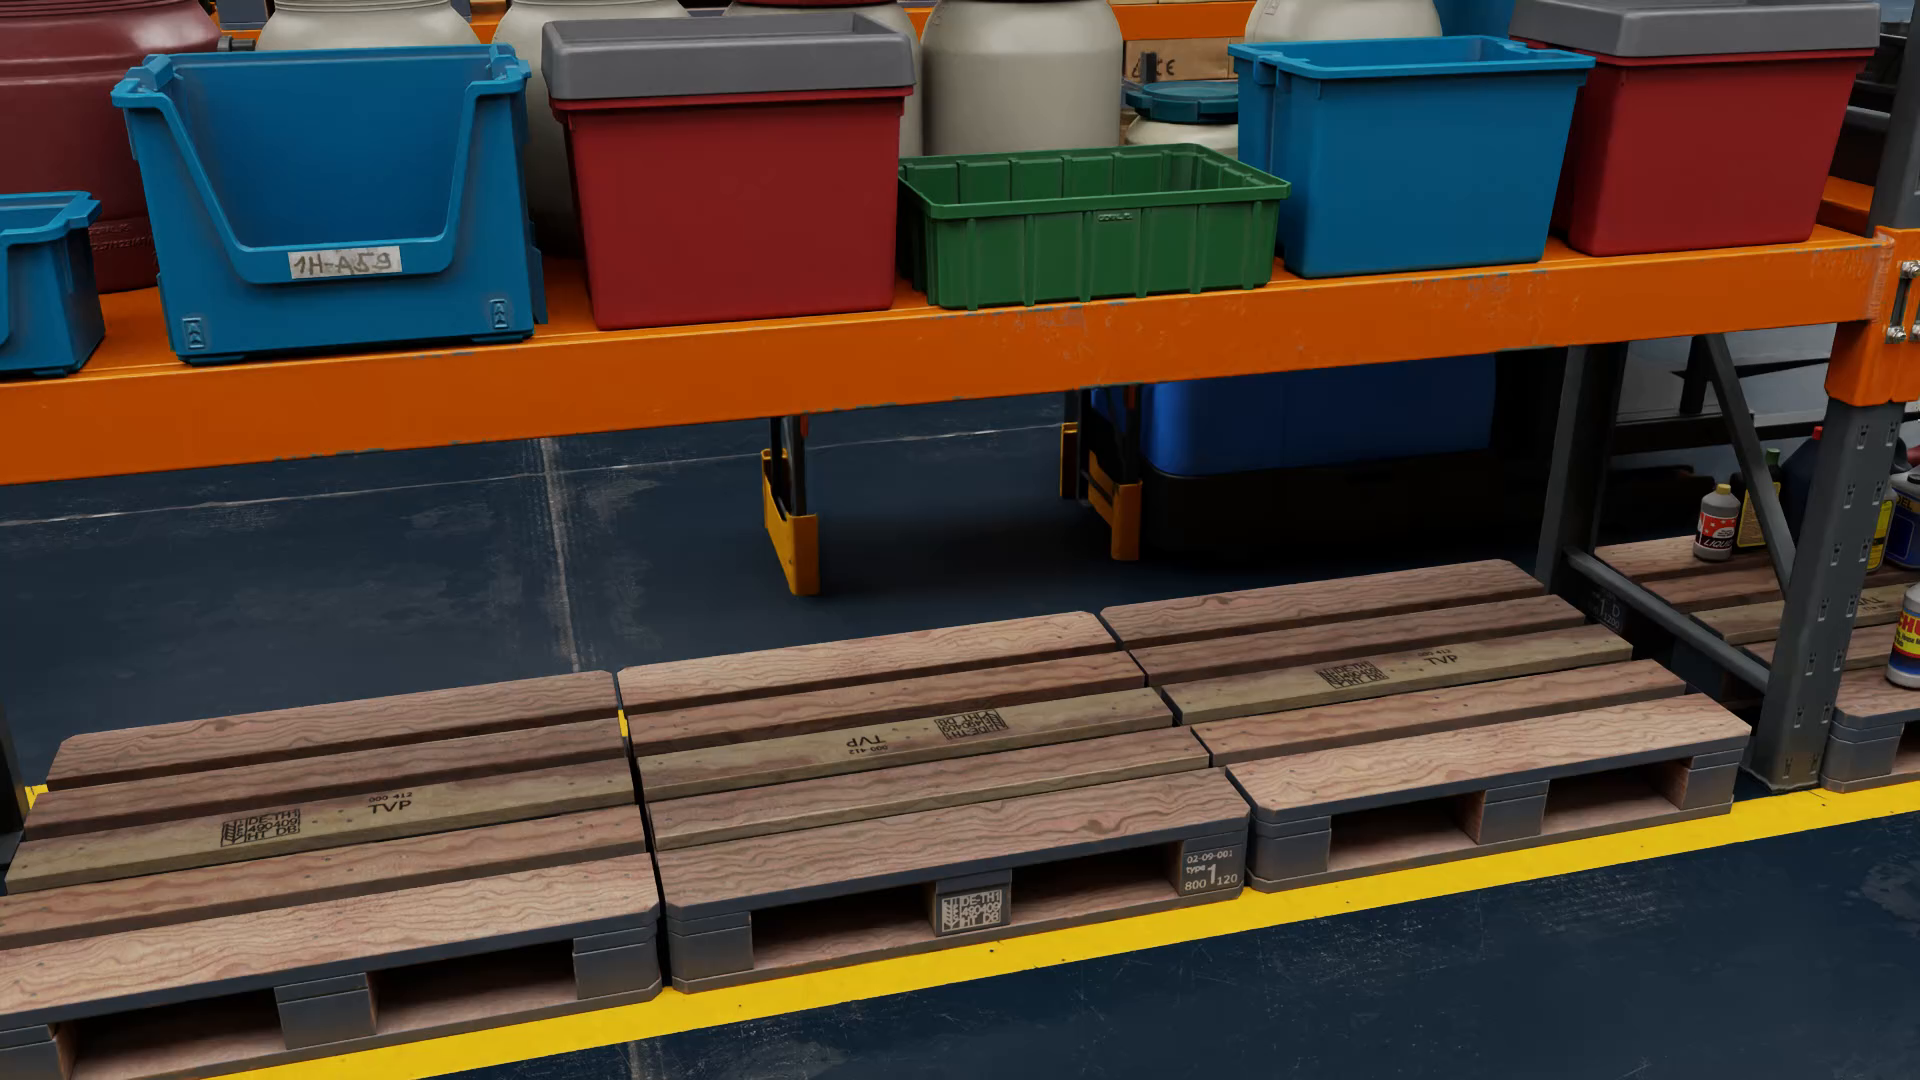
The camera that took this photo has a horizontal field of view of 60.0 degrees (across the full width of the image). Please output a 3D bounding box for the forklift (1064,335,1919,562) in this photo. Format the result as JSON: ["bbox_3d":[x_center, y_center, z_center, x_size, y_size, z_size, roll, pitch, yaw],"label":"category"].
[{"bbox_3d":[1.937,-1.582,5.219,3.031,2.935,1.130,-6,24,-13],"label":"forklift"}]

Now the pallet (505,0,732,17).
[{"bbox_3d":[-1.480,-2.574,7.688,1.213,0.211,1.003,-6,24,-14],"label":"pallet"}]

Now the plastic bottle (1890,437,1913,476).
[{"bbox_3d":[2.542,-0.165,4.631,0.185,0.351,0.144,-8,24,-17],"label":"plastic bottle"}]

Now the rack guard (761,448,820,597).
[{"bbox_3d":[-0.520,-0.064,5.081,0.087,0.250,0.587,-6,24,-13],"label":"rack guard"}]

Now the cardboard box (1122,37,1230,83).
[{"bbox_3d":[1.604,-4.206,13.411,0.875,0.875,0.875,-7,24,-15],"label":"cardboard box"}]

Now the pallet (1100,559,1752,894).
[{"bbox_3d":[1.069,0.398,4.054,1.213,0.211,1.003,-6,24,-14],"label":"pallet"}]

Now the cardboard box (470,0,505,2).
[{"bbox_3d":[-3.166,-3.614,12.189,0.750,0.750,1.050,-6,24,-14],"label":"cardboard box"}]

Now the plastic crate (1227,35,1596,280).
[{"bbox_3d":[0.837,-0.738,3.187,0.575,0.384,0.392,-6,24,-14],"label":"plastic crate"}]

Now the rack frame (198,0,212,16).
[{"bbox_3d":[-3.375,-2.436,7.123,0.127,3.000,1.000,-6,24,-14],"label":"rack frame"}]

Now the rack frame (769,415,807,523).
[{"bbox_3d":[-0.521,-0.638,4.834,0.032,1.500,0.500,-6,24,-13],"label":"rack frame"}]

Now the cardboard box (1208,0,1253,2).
[{"bbox_3d":[1.242,-2.714,8.089,0.250,0.149,0.380,-6,24,-14],"label":"cardboard box"}]

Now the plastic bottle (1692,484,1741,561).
[{"bbox_3d":[2.080,-0.055,4.564,0.097,0.201,0.097,0,23,0],"label":"plastic bottle"}]

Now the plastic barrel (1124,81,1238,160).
[{"bbox_3d":[0.499,-0.835,3.568,0.301,0.262,0.301,0,23,0],"label":"plastic barrel"}]

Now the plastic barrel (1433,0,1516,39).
[{"bbox_3d":[1.361,-1.286,3.806,0.708,0.901,0.600,-6,24,-14],"label":"plastic barrel"}]

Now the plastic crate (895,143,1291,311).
[{"bbox_3d":[0.214,-0.591,3.093,0.662,0.188,0.450,-6,24,-14],"label":"plastic crate"}]

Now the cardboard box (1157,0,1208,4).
[{"bbox_3d":[1.009,-2.677,8.003,0.250,0.149,0.380,-6,24,-14],"label":"cardboard box"}]

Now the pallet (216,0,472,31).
[{"bbox_3d":[-2.717,-2.464,7.432,1.003,0.211,1.213,-6,24,-14],"label":"pallet"}]

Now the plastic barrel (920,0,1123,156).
[{"bbox_3d":[0.128,-0.947,3.481,0.433,0.535,0.433,0,23,0],"label":"plastic barrel"}]

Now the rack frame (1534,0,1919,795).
[{"bbox_3d":[1.815,-0.981,3.733,0.127,3.000,1.000,-6,24,-14],"label":"rack frame"}]

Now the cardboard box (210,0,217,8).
[{"bbox_3d":[-5.205,-3.546,11.397,0.500,0.250,0.500,-7,24,-16],"label":"cardboard box"}]

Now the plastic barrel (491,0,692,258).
[{"bbox_3d":[-0.698,-0.842,3.267,0.421,0.512,0.421,0,23,0],"label":"plastic barrel"}]

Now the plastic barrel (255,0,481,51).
[{"bbox_3d":[-1.104,-0.797,3.162,0.421,0.512,0.421,0,23,0],"label":"plastic barrel"}]

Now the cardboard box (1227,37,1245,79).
[{"bbox_3d":[2.450,-4.301,13.632,0.875,0.875,0.875,-6,24,-14],"label":"cardboard box"}]

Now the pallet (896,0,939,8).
[{"bbox_3d":[-0.298,-2.747,8.092,1.213,0.211,1.003,-6,24,-14],"label":"pallet"}]

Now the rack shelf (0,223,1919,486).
[{"bbox_3d":[-0.111,-0.438,3.378,4.000,0.370,1.077,-6,24,-14],"label":"rack shelf"}]

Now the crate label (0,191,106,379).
[{"bbox_3d":[-1.530,-0.381,2.546,0.416,0.233,0.303,-6,24,-14],"label":"crate label"}]

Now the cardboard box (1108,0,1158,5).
[{"bbox_3d":[0.765,-2.655,7.952,0.250,0.149,0.380,-6,24,-14],"label":"cardboard box"}]

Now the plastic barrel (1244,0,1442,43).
[{"bbox_3d":[0.834,-1.025,3.663,0.433,0.535,0.433,0,23,0],"label":"plastic barrel"}]

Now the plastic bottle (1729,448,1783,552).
[{"bbox_3d":[2.189,-0.112,4.593,0.133,0.283,0.061,-5,24,-12],"label":"plastic bottle"}]

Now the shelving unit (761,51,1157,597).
[{"bbox_3d":[-0.038,-0.687,4.949,1.083,1.500,0.587,-6,24,-13],"label":"shelving unit"}]

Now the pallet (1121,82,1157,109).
[{"bbox_3d":[1.164,-3.657,13.505,1.213,0.211,1.003,-6,24,-14],"label":"pallet"}]

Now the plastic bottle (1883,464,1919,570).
[{"bbox_3d":[2.606,-0.077,4.521,0.135,0.276,0.152,-6,24,-14],"label":"plastic bottle"}]

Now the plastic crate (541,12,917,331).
[{"bbox_3d":[-0.398,-0.641,2.858,0.583,0.464,0.402,-6,24,-14],"label":"plastic crate"}]

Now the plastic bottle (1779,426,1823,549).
[{"bbox_3d":[2.357,-0.144,4.584,0.185,0.351,0.144,-7,24,-16],"label":"plastic bottle"}]

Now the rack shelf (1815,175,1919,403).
[{"bbox_3d":[3.740,-0.864,4.371,4.000,0.370,1.077,-6,24,-14],"label":"rack shelf"}]

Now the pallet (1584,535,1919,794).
[{"bbox_3d":[2.473,0.244,4.413,1.213,0.211,1.003,-6,24,-14],"label":"pallet"}]

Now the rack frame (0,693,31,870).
[{"bbox_3d":[-2.037,-0.555,2.740,0.127,3.000,1.000,-6,24,-14],"label":"rack frame"}]

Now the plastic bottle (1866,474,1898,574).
[{"bbox_3d":[2.396,-0.090,4.456,0.185,0.351,0.144,-6,24,-14],"label":"plastic bottle"}]

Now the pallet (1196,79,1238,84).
[{"bbox_3d":[2.337,-3.785,13.804,1.213,0.211,1.003,-6,24,-14],"label":"pallet"}]

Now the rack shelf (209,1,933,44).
[{"bbox_3d":[-1.449,-2.318,7.761,4.000,0.370,1.077,-6,24,-14],"label":"rack shelf"}]

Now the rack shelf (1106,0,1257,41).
[{"bbox_3d":[2.402,-2.744,8.754,4.000,0.370,1.077,-6,24,-14],"label":"rack shelf"}]

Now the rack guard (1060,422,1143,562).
[{"bbox_3d":[0.444,-0.162,5.310,0.087,0.250,0.587,-6,24,-13],"label":"rack guard"}]

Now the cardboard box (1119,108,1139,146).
[{"bbox_3d":[0.873,-1.933,8.590,0.500,0.500,0.500,-7,24,-16],"label":"cardboard box"}]

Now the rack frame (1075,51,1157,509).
[{"bbox_3d":[0.463,-0.738,5.068,0.032,1.500,0.500,-6,24,-13],"label":"rack frame"}]

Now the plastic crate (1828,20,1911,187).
[{"bbox_3d":[2.353,-0.960,3.763,0.504,0.338,0.767,-6,24,-14],"label":"plastic crate"}]

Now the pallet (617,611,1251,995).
[{"bbox_3d":[-0.108,0.530,3.748,1.213,0.211,1.003,-6,24,-14],"label":"pallet"}]

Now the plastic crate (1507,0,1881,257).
[{"bbox_3d":[1.431,-0.843,3.330,0.583,0.464,0.402,-6,24,-14],"label":"plastic crate"}]

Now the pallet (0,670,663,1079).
[{"bbox_3d":[-1.280,0.658,3.448,1.213,0.211,1.003,-6,24,-14],"label":"pallet"}]

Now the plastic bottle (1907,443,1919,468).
[{"bbox_3d":[2.687,-0.167,4.722,0.133,0.283,0.061,-5,24,-11],"label":"plastic bottle"}]

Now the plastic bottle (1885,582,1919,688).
[{"bbox_3d":[2.240,0.203,3.876,0.097,0.271,0.097,0,23,0],"label":"plastic bottle"}]

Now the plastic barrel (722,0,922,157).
[{"bbox_3d":[-0.289,-0.901,3.373,0.433,0.535,0.433,0,23,0],"label":"plastic barrel"}]

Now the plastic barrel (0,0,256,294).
[{"bbox_3d":[-1.672,-0.782,3.097,0.708,0.536,0.600,-6,24,-14],"label":"plastic barrel"}]

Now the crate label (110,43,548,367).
[{"bbox_3d":[-1.007,-0.575,2.740,0.616,0.435,0.502,-6,24,-14],"label":"crate label"}]

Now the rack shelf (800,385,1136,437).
[{"bbox_3d":[-0.029,-0.523,5.022,1.000,0.185,0.538,-6,24,-13],"label":"rack shelf"}]
